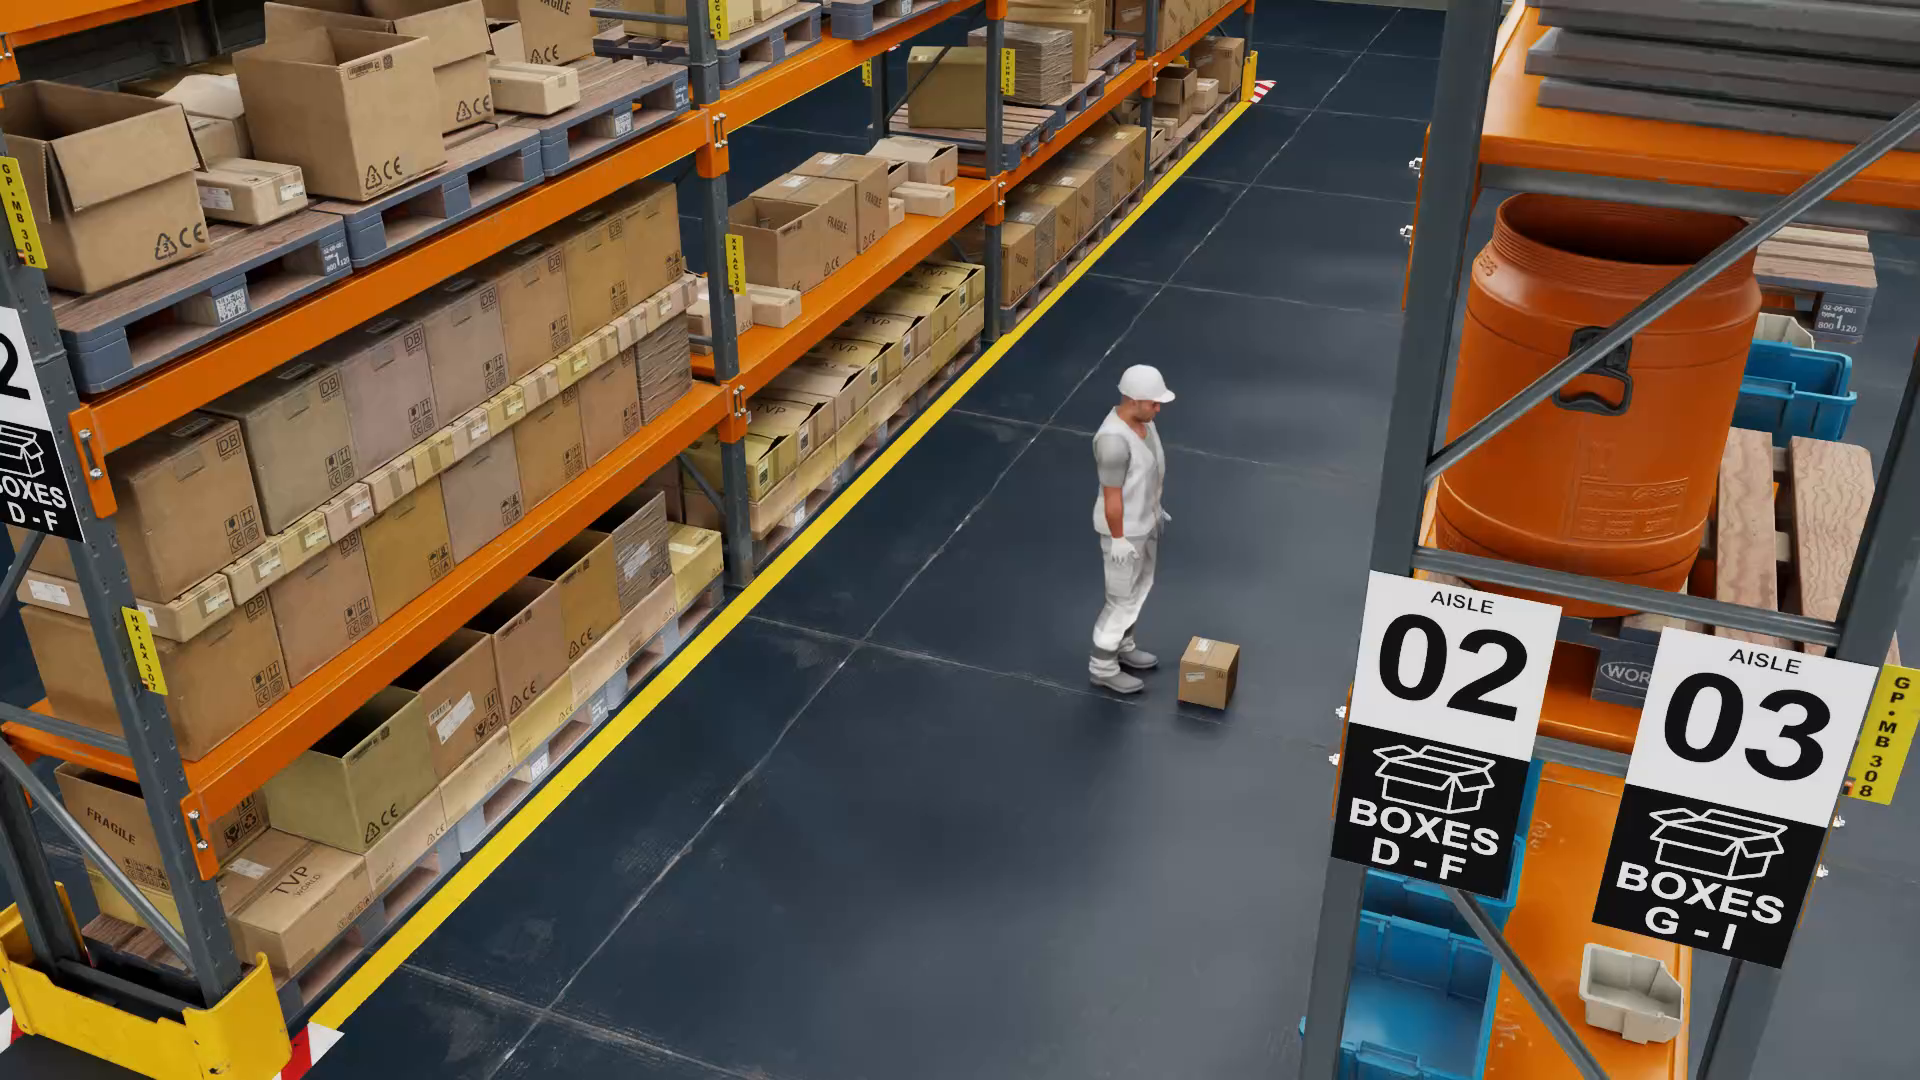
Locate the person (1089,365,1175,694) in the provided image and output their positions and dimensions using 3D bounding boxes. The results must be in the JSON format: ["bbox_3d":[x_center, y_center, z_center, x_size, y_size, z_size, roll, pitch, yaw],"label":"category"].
[{"bbox_3d":[0.872,-0.071,8.513,0.358,1.776,0.528,12,31,20],"label":"person"}]
